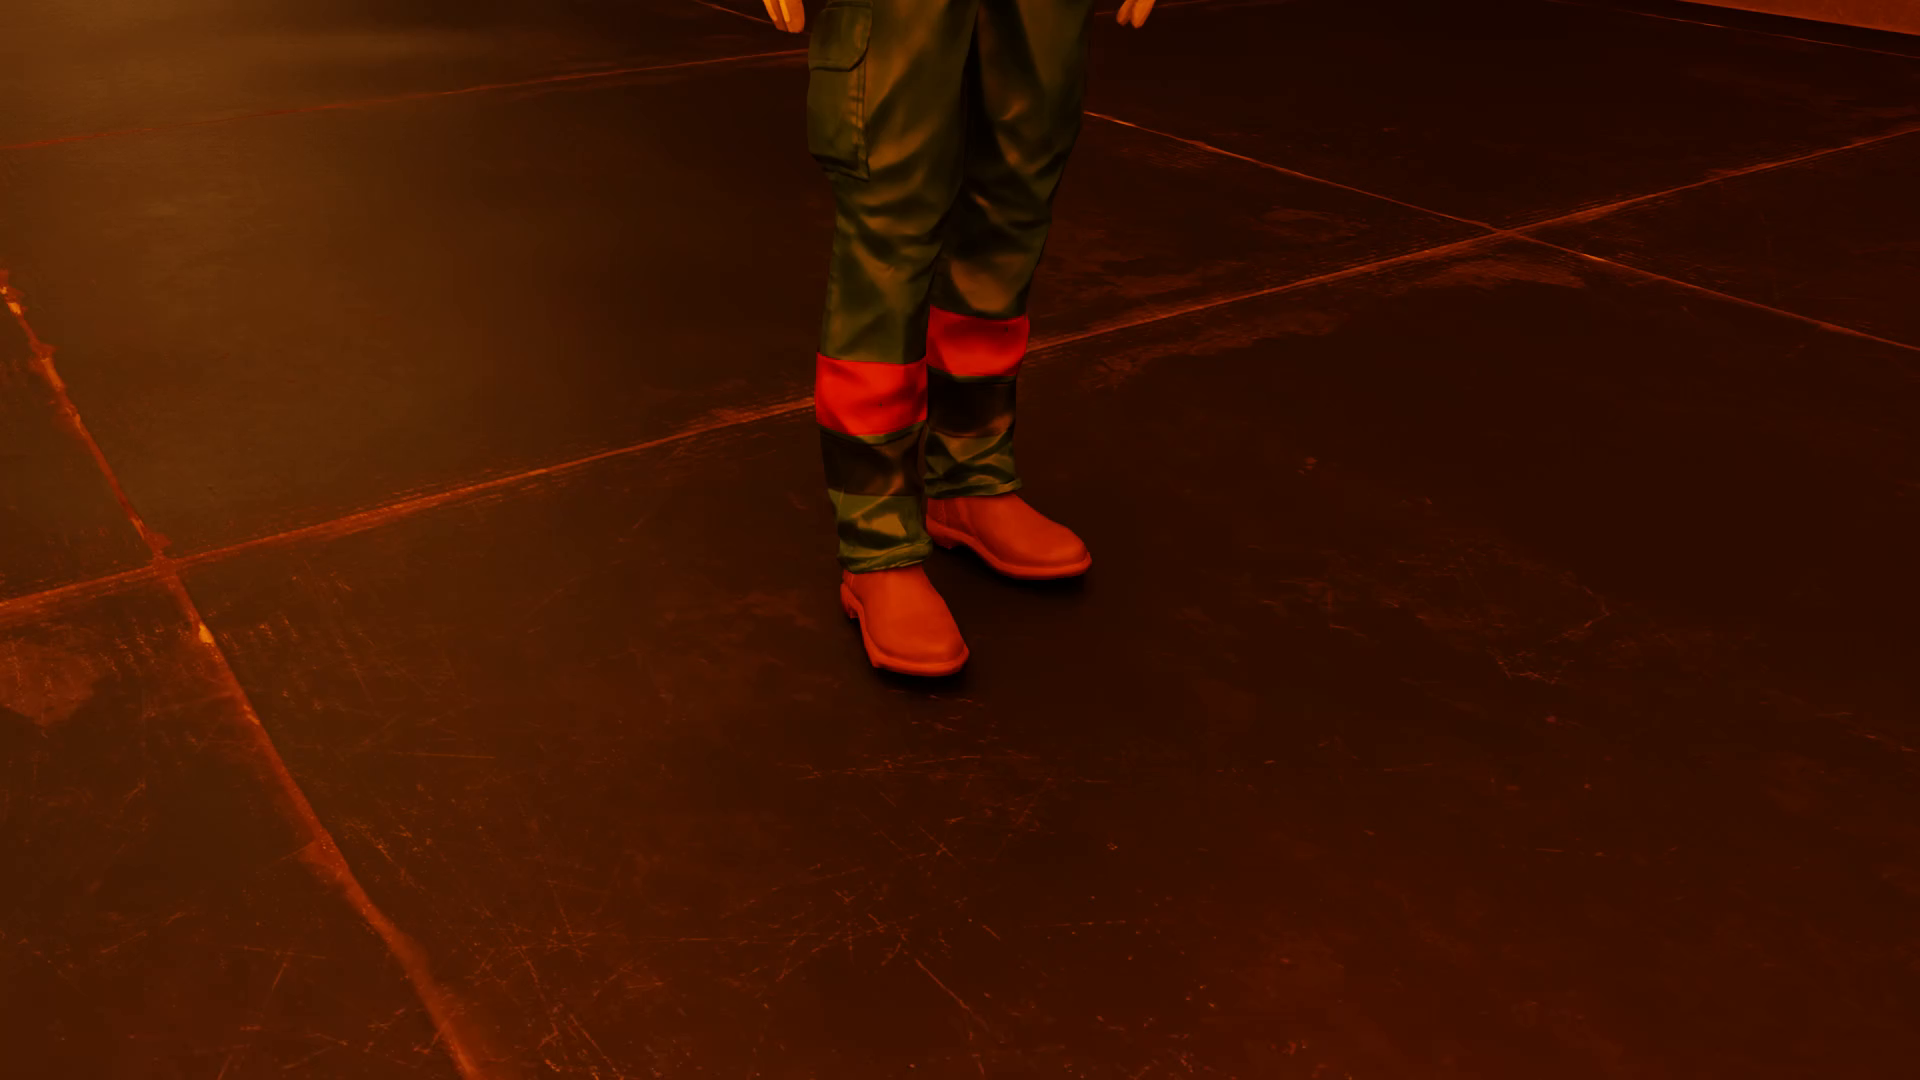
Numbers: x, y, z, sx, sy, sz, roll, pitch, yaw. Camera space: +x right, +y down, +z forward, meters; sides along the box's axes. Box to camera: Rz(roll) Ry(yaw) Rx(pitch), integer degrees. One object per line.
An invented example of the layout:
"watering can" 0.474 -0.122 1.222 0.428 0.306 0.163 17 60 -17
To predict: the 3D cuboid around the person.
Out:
"person" 0.035 -0.774 2.030 0.638 1.788 0.563 -17 31 -31
